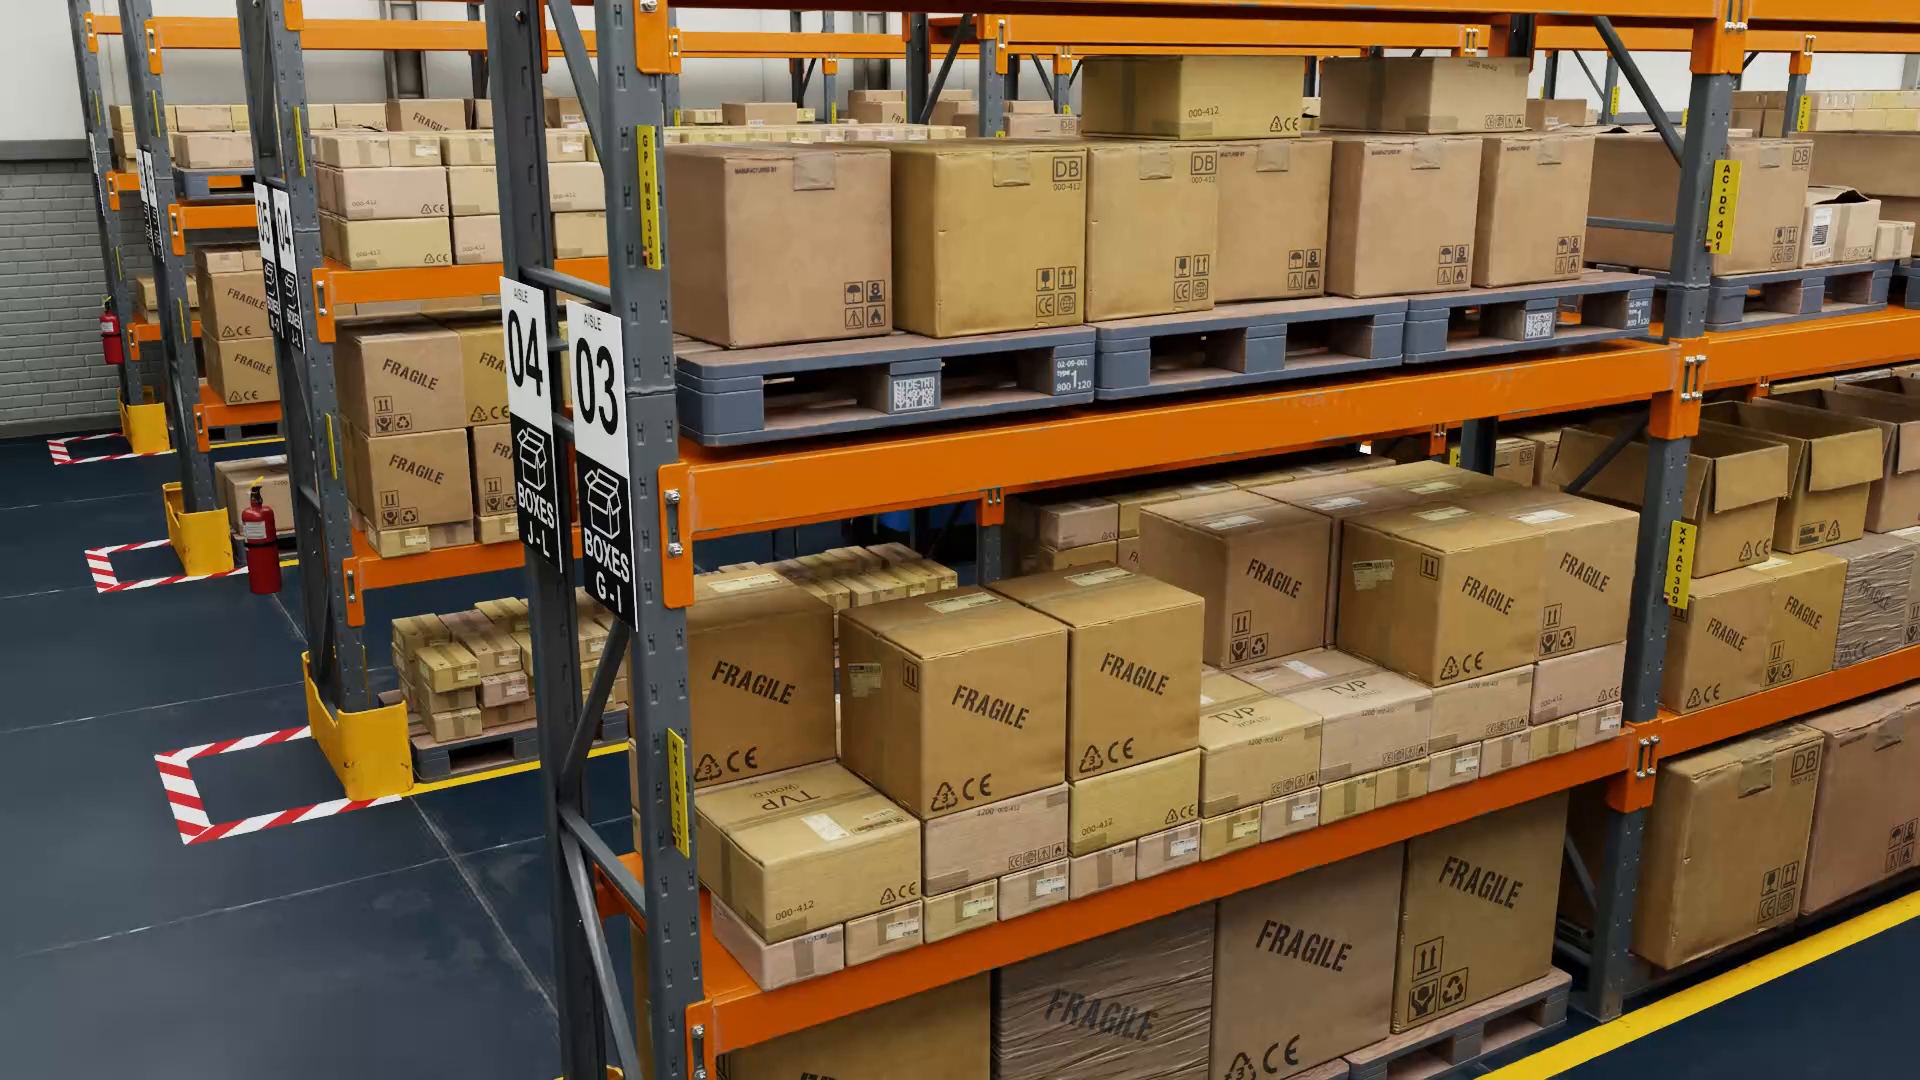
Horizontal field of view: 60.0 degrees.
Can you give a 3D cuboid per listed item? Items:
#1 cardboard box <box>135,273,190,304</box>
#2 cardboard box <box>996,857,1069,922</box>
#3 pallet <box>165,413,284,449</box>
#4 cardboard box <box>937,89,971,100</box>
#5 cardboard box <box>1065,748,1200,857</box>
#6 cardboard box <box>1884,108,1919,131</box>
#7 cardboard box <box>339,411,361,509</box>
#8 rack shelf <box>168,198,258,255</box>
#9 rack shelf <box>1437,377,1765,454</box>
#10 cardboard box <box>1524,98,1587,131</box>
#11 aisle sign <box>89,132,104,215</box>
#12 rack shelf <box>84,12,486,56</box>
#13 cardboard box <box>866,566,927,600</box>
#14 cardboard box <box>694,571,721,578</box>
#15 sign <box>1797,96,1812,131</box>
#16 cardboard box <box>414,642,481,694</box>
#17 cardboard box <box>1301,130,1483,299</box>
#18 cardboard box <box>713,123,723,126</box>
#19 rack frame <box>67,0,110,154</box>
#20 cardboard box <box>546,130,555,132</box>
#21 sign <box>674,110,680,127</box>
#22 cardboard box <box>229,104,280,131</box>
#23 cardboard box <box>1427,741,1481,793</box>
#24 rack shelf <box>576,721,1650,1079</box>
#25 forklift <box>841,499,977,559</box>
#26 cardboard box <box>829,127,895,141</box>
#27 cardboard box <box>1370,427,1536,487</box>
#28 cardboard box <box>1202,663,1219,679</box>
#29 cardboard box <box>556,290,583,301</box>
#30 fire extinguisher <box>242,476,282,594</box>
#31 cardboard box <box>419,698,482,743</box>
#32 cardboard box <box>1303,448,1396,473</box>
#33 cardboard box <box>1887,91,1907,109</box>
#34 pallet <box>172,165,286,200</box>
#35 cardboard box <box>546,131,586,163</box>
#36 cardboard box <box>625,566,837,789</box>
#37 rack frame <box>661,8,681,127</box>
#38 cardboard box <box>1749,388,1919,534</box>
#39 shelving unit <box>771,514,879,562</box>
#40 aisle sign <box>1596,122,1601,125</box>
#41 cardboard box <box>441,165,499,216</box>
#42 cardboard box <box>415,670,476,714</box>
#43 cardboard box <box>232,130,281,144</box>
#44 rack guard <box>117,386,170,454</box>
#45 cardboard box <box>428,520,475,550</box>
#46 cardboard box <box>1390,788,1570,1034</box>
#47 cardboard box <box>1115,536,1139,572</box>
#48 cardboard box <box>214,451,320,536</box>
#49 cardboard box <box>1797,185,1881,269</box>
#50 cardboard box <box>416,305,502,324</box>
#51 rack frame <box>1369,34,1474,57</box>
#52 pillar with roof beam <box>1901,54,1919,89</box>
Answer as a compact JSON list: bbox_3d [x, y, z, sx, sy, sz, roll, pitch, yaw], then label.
[{"bbox_3d":[-8.411,-2.660,17.567,0.500,0.250,0.500,-9,18,-28],"label":"cardboard box"},{"bbox_3d":[0.131,1.017,5.189,0.250,0.149,0.380,-10,18,-31],"label":"cardboard box"},{"bbox_3d":[-7.920,-1.242,17.950,1.213,0.211,1.003,-9,18,-30],"label":"pallet"},{"bbox_3d":[-0.192,-5.504,21.282,0.500,0.500,0.500,-9,18,-28],"label":"cardboard box"},{"bbox_3d":[0.420,0.759,5.370,0.500,0.250,0.500,-10,18,-32],"label":"cardboard box"},{"bbox_3d":[8.241,-3.762,14.979,0.500,0.250,0.500,-9,18,-30],"label":"cardboard box"},{"bbox_3d":[-3.220,-0.498,9.391,0.500,0.500,0.500,-9,18,-29],"label":"cardboard box"},{"bbox_3d":[-4.394,-2.691,13.729,4.000,0.370,1.077,-9,18,-30],"label":"rack shelf"},{"bbox_3d":[5.099,-1.228,14.066,4.000,0.370,1.077,-9,18,-30],"label":"rack shelf"},{"bbox_3d":[4.730,-3.346,13.581,0.500,0.500,0.500,-9,18,-30],"label":"cardboard box"},{"bbox_3d":[-8.576,-3.638,16.513,0.004,0.787,0.394,-9,18,-30],"label":"aisle sign"},{"bbox_3d":[-6.954,-5.282,17.420,4.000,0.370,1.077,-9,18,-30],"label":"rack shelf"},{"bbox_3d":[-0.414,0.298,10.690,0.250,0.149,0.380,-9,18,-29],"label":"cardboard box"},{"bbox_3d":[-1.567,0.330,10.577,0.250,0.149,0.380,-10,19,-32],"label":"cardboard box"},{"bbox_3d":[7.101,-3.573,14.000,0.005,0.325,0.100,-9,18,-30],"label":"sign"},{"bbox_3d":[-2.849,0.706,9.237,0.250,0.149,0.380,-10,19,-32],"label":"cardboard box"},{"bbox_3d":[1.320,-1.125,5.660,0.500,0.500,0.700,-8,18,-27],"label":"cardboard box"},{"bbox_3d":[-2.891,-4.905,19.831,0.250,0.149,0.380,-9,18,-29],"label":"cardboard box"},{"bbox_3d":[-8.668,-5.352,16.330,0.127,3.000,1.000,-9,18,-30],"label":"rack frame"},{"bbox_3d":[-2.439,-2.234,9.377,0.250,0.149,0.380,-10,18,-31],"label":"cardboard box"},{"bbox_3d":[-2.393,-3.475,14.086,0.005,0.325,0.100,-9,18,-30],"label":"sign"},{"bbox_3d":[-7.289,-4.362,17.158,0.500,0.250,0.500,-10,18,-31],"label":"cardboard box"},{"bbox_3d":[1.670,0.768,6.079,0.250,0.149,0.380,-9,18,-29],"label":"cardboard box"},{"bbox_3d":[0.709,1.046,5.955,4.000,0.370,1.077,-9,18,-30],"label":"rack shelf"},{"bbox_3d":[0.526,-1.505,13.847,3.031,2.935,1.130,-10,19,-32],"label":"forklift"},{"bbox_3d":[-0.581,-2.355,9.811,0.250,0.149,0.380,-9,18,-30],"label":"cardboard box"},{"bbox_3d":[3.953,-0.479,13.451,0.750,0.750,1.050,-9,18,-30],"label":"cardboard box"},{"bbox_3d":[0.589,0.563,6.070,0.500,0.250,0.500,-9,18,-30],"label":"cardboard box"},{"bbox_3d":[-3.381,-2.203,14.173,0.500,0.500,0.500,-10,18,-31],"label":"cardboard box"},{"bbox_3d":[-3.927,-0.039,9.326,0.183,0.674,0.296,-9,18,-30],"label":"fire extinguisher"},{"bbox_3d":[-2.859,0.988,9.333,0.250,0.149,0.380,-9,18,-29],"label":"cardboard box"},{"bbox_3d":[2.933,-0.500,12.601,0.500,0.250,0.500,-10,18,-31],"label":"cardboard box"},{"bbox_3d":[8.173,-3.924,14.819,0.250,0.149,0.380,-9,18,-29],"label":"cardboard box"},{"bbox_3d":[-5.478,-2.823,13.029,1.213,0.211,1.003,-9,18,-30],"label":"pallet"},{"bbox_3d":[-2.205,-2.127,8.997,0.250,0.149,0.380,-9,18,-28],"label":"cardboard box"},{"bbox_3d":[-0.723,0.417,5.203,0.500,0.500,0.500,-9,18,-29],"label":"cardboard box"},{"bbox_3d":[-2.680,-4.760,14.219,0.127,3.000,1.000,-9,18,-30],"label":"rack frame"},{"bbox_3d":[4.086,-0.383,7.676,0.637,0.503,0.797,-9,18,-28],"label":"cardboard box"},{"bbox_3d":[-1.069,-0.530,13.019,0.755,1.500,0.431,-10,19,-32],"label":"shelving unit"},{"bbox_3d":[7.809,-4.733,20.420,0.004,0.787,0.394,-9,18,-30],"label":"aisle sign"},{"bbox_3d":[-2.516,-1.871,8.820,0.500,0.250,0.500,-9,18,-30],"label":"cardboard box"},{"bbox_3d":[-2.892,0.830,9.345,0.250,0.149,0.380,-8,18,-27],"label":"cardboard box"},{"bbox_3d":[-7.277,-4.121,17.222,0.500,0.250,0.500,-10,18,-31],"label":"cardboard box"},{"bbox_3d":[-8.603,-1.270,17.515,0.348,0.500,1.175,-9,18,-30],"label":"rack guard"},{"bbox_3d":[-2.830,-0.077,9.094,0.250,0.149,0.380,-8,18,-28],"label":"cardboard box"},{"bbox_3d":[1.817,1.315,6.818,0.875,0.875,0.875,-9,18,-30],"label":"cardboard box"},{"bbox_3d":[1.178,0.146,11.685,0.500,0.500,0.500,-8,18,-27],"label":"cardboard box"},{"bbox_3d":[-5.595,-0.399,13.744,0.875,0.438,0.875,-10,18,-32],"label":"cardboard box"},{"bbox_3d":[3.410,-1.314,6.869,0.500,0.311,0.500,-10,18,-32],"label":"cardboard box"},{"bbox_3d":[-2.774,-1.049,9.504,0.500,0.500,0.500,-10,18,-32],"label":"cardboard box"},{"bbox_3d":[3.385,-4.185,12.167,0.127,3.000,1.000,-9,18,-30],"label":"rack frame"},{"bbox_3d":[21.632,-9.194,30.036,0.400,9.000,9.100,-9,18,-30],"label":"pillar with roof beam"}]
